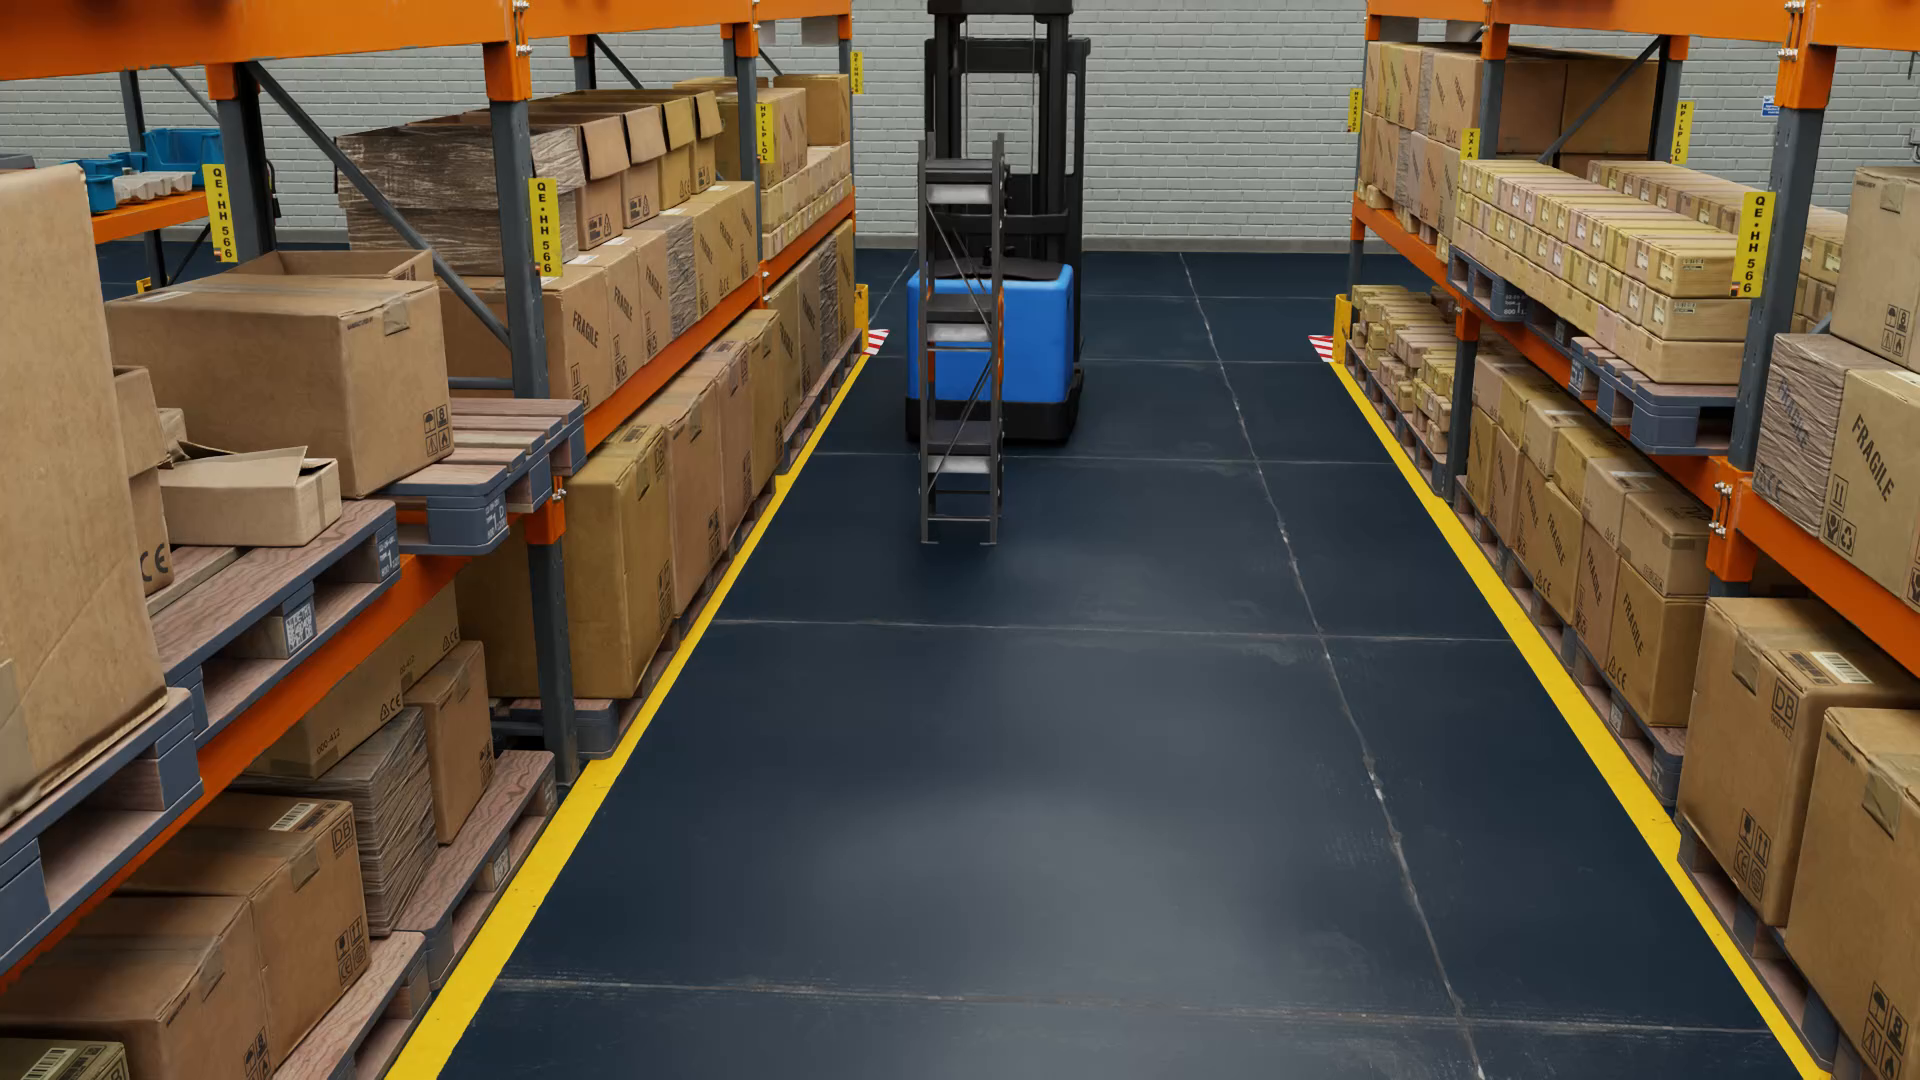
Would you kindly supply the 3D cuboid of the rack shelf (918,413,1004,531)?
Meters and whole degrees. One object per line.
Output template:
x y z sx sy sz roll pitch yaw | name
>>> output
0.012 -0.371 8.975 0.431 0.518 0.480 1 18 4 | rack shelf

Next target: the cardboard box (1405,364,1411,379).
3.167 -1.135 10.997 0.380 0.149 0.250 0 18 1 | cardboard box

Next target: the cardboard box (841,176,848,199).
-1.068 -2.705 12.764 0.380 0.149 0.250 1 18 4 | cardboard box

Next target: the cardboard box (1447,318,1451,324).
3.797 -1.535 12.217 0.380 0.149 0.250 1 18 2 | cardboard box

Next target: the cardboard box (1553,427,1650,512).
2.877 -0.297 7.148 0.500 0.250 0.500 2 18 5 | cardboard box

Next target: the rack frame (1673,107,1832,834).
3.012 -0.396 5.315 1.000 3.000 0.127 1 18 4 | rack frame

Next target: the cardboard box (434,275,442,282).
-2.140 -0.745 6.217 0.500 0.500 0.500 2 18 6 | cardboard box

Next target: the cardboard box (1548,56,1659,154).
3.574 -2.437 9.299 0.500 0.500 0.500 2 18 5 | cardboard box

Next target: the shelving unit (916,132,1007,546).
0.012 -1.049 8.753 0.431 2.100 0.503 1 18 4 | shelving unit

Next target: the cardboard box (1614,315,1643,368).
2.609 -0.717 6.022 0.380 0.149 0.250 1 18 4 | cardboard box

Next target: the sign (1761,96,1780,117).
8.867 -4.702 18.021 0.327 0.218 0.001 1 18 4 | sign

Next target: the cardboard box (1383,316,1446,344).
3.135 -1.444 11.461 0.380 0.149 0.250 2 18 5 | cardboard box

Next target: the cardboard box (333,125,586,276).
-1.859 -1.289 6.268 0.797 0.503 0.637 2 18 6 | cardboard box

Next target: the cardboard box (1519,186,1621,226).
2.720 -1.488 7.419 0.380 0.149 0.250 2 18 6 | cardboard box

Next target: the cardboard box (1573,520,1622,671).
2.839 0.221 6.772 0.500 0.500 0.500 2 18 6 | cardboard box

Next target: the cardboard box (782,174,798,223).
-1.306 -2.145 10.415 0.500 0.250 0.500 1 18 4 | cardboard box

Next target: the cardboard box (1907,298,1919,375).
2.935 -0.622 4.239 0.700 0.500 0.500 1 18 3 | cardboard box

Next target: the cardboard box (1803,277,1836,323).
3.264 -0.848 5.944 0.380 0.149 0.250 2 18 7 | cardboard box

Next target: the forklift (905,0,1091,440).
0.332 -2.451 11.695 1.130 2.935 3.031 2 18 6 | forklift

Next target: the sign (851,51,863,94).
-0.814 -3.669 13.064 0.100 0.325 0.005 1 18 4 | sign

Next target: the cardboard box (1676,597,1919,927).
2.879 0.661 5.028 1.050 0.750 0.750 1 18 3 | cardboard box

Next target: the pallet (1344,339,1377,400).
3.487 -1.280 12.492 1.003 0.211 1.213 1 18 4 | pallet

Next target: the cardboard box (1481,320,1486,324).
3.658 -1.435 11.434 0.380 0.149 0.250 1 18 2 | cardboard box

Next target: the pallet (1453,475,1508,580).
3.244 -0.071 8.802 1.003 0.211 1.213 1 18 4 | pallet

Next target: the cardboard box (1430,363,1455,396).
3.043 -0.962 9.992 0.380 0.149 0.250 2 18 5 | cardboard box

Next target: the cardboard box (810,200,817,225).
-1.178 -2.230 11.314 0.380 0.149 0.250 1 18 2 | cardboard box

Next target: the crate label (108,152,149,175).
-6.641 -3.013 13.474 0.416 0.233 0.303 1 18 4 | crate label

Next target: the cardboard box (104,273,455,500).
-1.867 -0.441 4.617 0.700 0.500 0.500 4 19 12 | cardboard box

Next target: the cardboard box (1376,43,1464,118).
3.259 -3.254 11.794 0.500 0.500 0.500 2 18 6 | cardboard box

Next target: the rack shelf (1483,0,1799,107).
3.155 -2.101 6.855 1.077 0.370 4.000 1 18 4 | rack shelf

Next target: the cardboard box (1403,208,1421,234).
3.126 -2.100 10.919 0.380 0.149 0.250 2 18 5 | cardboard box

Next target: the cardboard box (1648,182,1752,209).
3.386 -1.551 7.612 0.380 0.149 0.250 1 18 2 | cardboard box

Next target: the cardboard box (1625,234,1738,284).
2.610 -0.999 5.929 0.380 0.149 0.250 1 18 3 | cardboard box

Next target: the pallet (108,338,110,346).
-6.392 -1.553 13.324 1.003 0.211 1.213 1 18 4 | pallet

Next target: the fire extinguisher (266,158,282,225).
-5.831 -2.956 13.851 0.296 0.674 0.183 1 18 4 | fire extinguisher

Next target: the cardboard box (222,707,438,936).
-1.983 0.822 4.906 0.700 0.500 0.500 0 18 -1 | cardboard box

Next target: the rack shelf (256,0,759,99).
-1.785 -2.243 7.289 1.077 0.370 4.000 1 18 4 | rack shelf

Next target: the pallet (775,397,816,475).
-1.509 -0.690 10.689 1.003 0.211 1.213 1 18 4 | pallet

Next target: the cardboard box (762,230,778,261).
-1.288 -1.746 9.836 0.380 0.149 0.250 1 18 4 | cardboard box

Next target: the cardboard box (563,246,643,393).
-1.587 -0.891 6.664 0.500 0.500 0.500 1 18 2 | cardboard box

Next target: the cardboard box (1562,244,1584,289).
2.666 -1.101 6.717 0.380 0.149 0.250 1 18 4 | cardboard box

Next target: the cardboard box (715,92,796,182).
-1.309 -2.503 10.303 0.500 0.500 0.500 1 18 4 | cardboard box

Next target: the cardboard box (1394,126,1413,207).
3.187 -2.459 10.973 0.500 0.500 0.500 1 18 2 | cardboard box

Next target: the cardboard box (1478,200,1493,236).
2.777 -1.587 8.201 0.380 0.149 0.250 2 18 5 | cardboard box

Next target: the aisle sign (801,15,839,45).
-1.050 -4.274 12.974 0.394 0.787 0.004 1 18 4 | aisle sign

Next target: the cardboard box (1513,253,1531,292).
2.724 -1.201 7.500 0.380 0.149 0.250 1 18 3 | cardboard box

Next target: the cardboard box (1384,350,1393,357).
3.230 -1.251 11.828 0.380 0.149 0.250 1 18 4 | cardboard box

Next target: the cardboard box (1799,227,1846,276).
3.277 -1.058 6.108 0.380 0.149 0.250 1 18 4 | cardboard box

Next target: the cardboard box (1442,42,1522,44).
3.801 -3.397 12.229 0.500 0.500 0.500 1 18 3 | cardboard box

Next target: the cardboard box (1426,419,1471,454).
2.987 -0.613 9.879 0.380 0.149 0.250 2 18 5 | cardboard box
